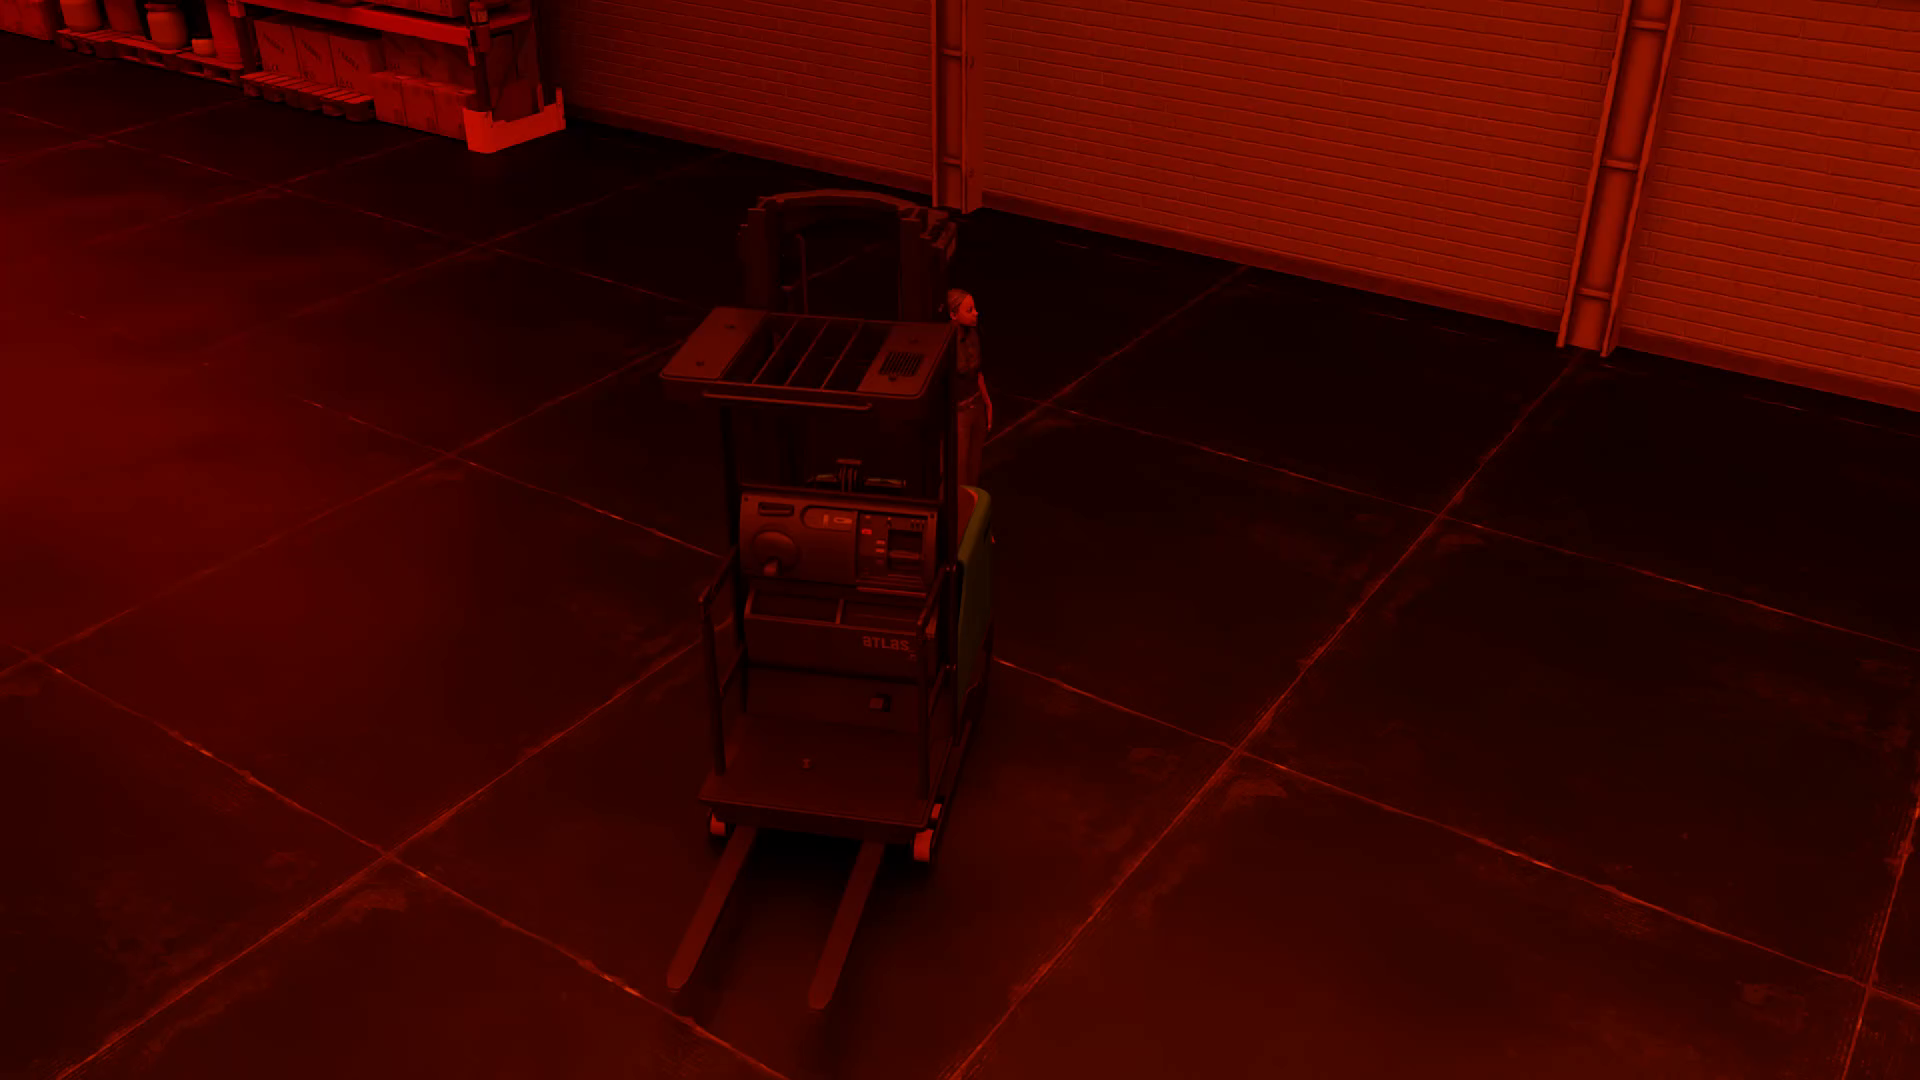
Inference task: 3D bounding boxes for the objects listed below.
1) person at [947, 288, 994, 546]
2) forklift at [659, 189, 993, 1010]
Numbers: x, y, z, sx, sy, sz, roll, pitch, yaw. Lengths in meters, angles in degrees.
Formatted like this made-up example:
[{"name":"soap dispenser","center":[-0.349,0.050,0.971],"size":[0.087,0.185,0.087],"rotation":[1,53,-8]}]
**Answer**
[{"name":"person","center":[0.062,-0.689,10.024],"size":[0.503,1.656,0.569],"rotation":[19,35,29]},{"name":"forklift","center":[-0.601,0.059,7.480],"size":[1.130,2.935,3.031],"rotation":[6,31,9]}]
